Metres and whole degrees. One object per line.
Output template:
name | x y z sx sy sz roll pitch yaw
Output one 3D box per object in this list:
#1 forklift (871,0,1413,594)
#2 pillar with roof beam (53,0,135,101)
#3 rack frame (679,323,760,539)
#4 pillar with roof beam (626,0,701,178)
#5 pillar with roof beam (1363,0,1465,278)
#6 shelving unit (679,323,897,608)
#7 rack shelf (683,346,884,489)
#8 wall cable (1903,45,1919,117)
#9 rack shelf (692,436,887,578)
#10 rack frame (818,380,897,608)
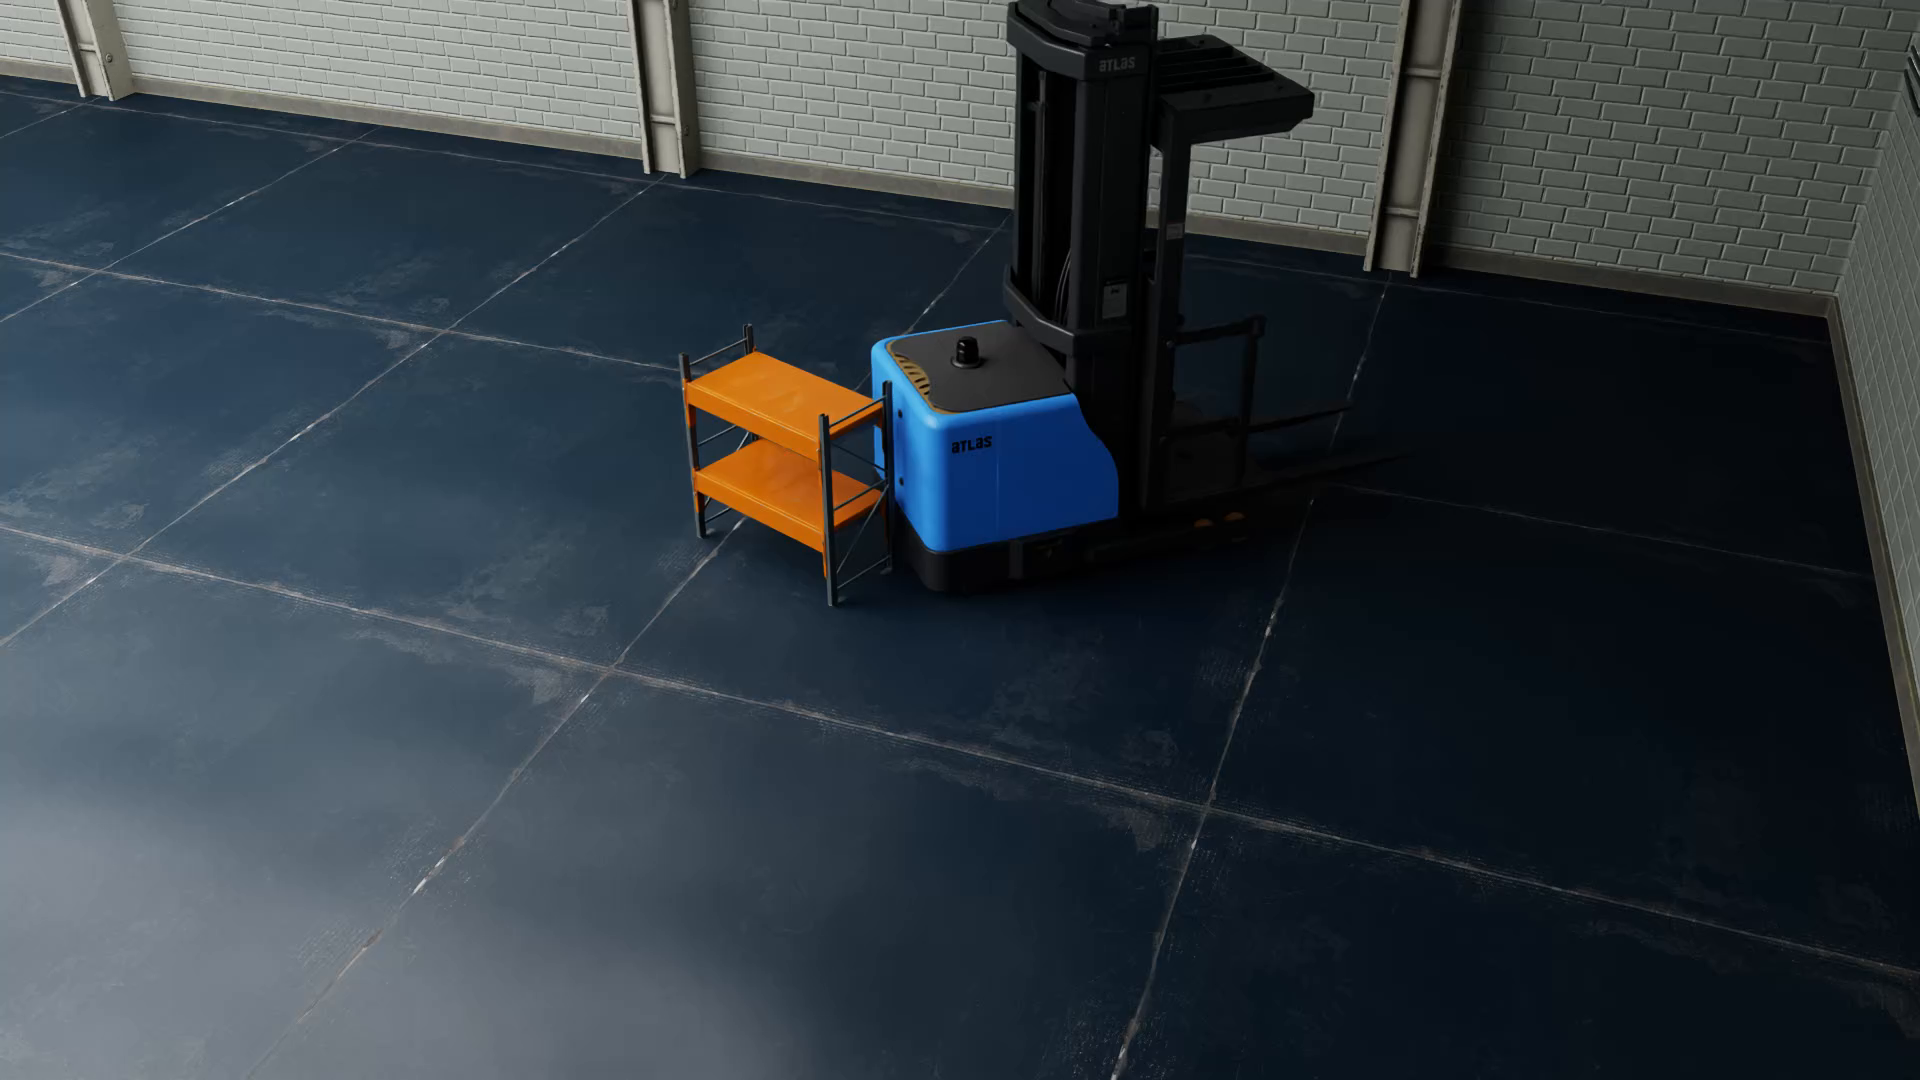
forklift | 1.083 -1.436 8.740 3.031 2.935 1.130 -11 35 -17
pillar with roof beam | -9.525 -5.816 9.930 0.400 9.000 9.100 11 34 16
rack frame | -1.288 -0.587 9.090 0.032 1.125 0.500 25 40 33
pillar with roof beam | -3.877 -4.718 8.229 0.400 9.000 9.100 11 34 16
pillar with roof beam | 1.771 -3.620 6.529 0.400 9.000 9.100 11 34 16
shelving unit | -0.902 -0.408 8.813 1.048 1.125 0.538 25 40 33
rack shelf | -0.902 -0.654 8.654 1.000 0.278 0.538 25 40 33
wall cable | 5.551 -3.299 8.895 0.112 2.526 3.097 11 34 16
rack shelf | -0.902 -0.202 8.945 1.000 0.278 0.538 25 40 33
rack frame | -0.515 -0.229 8.535 0.032 1.125 0.500 25 40 33
